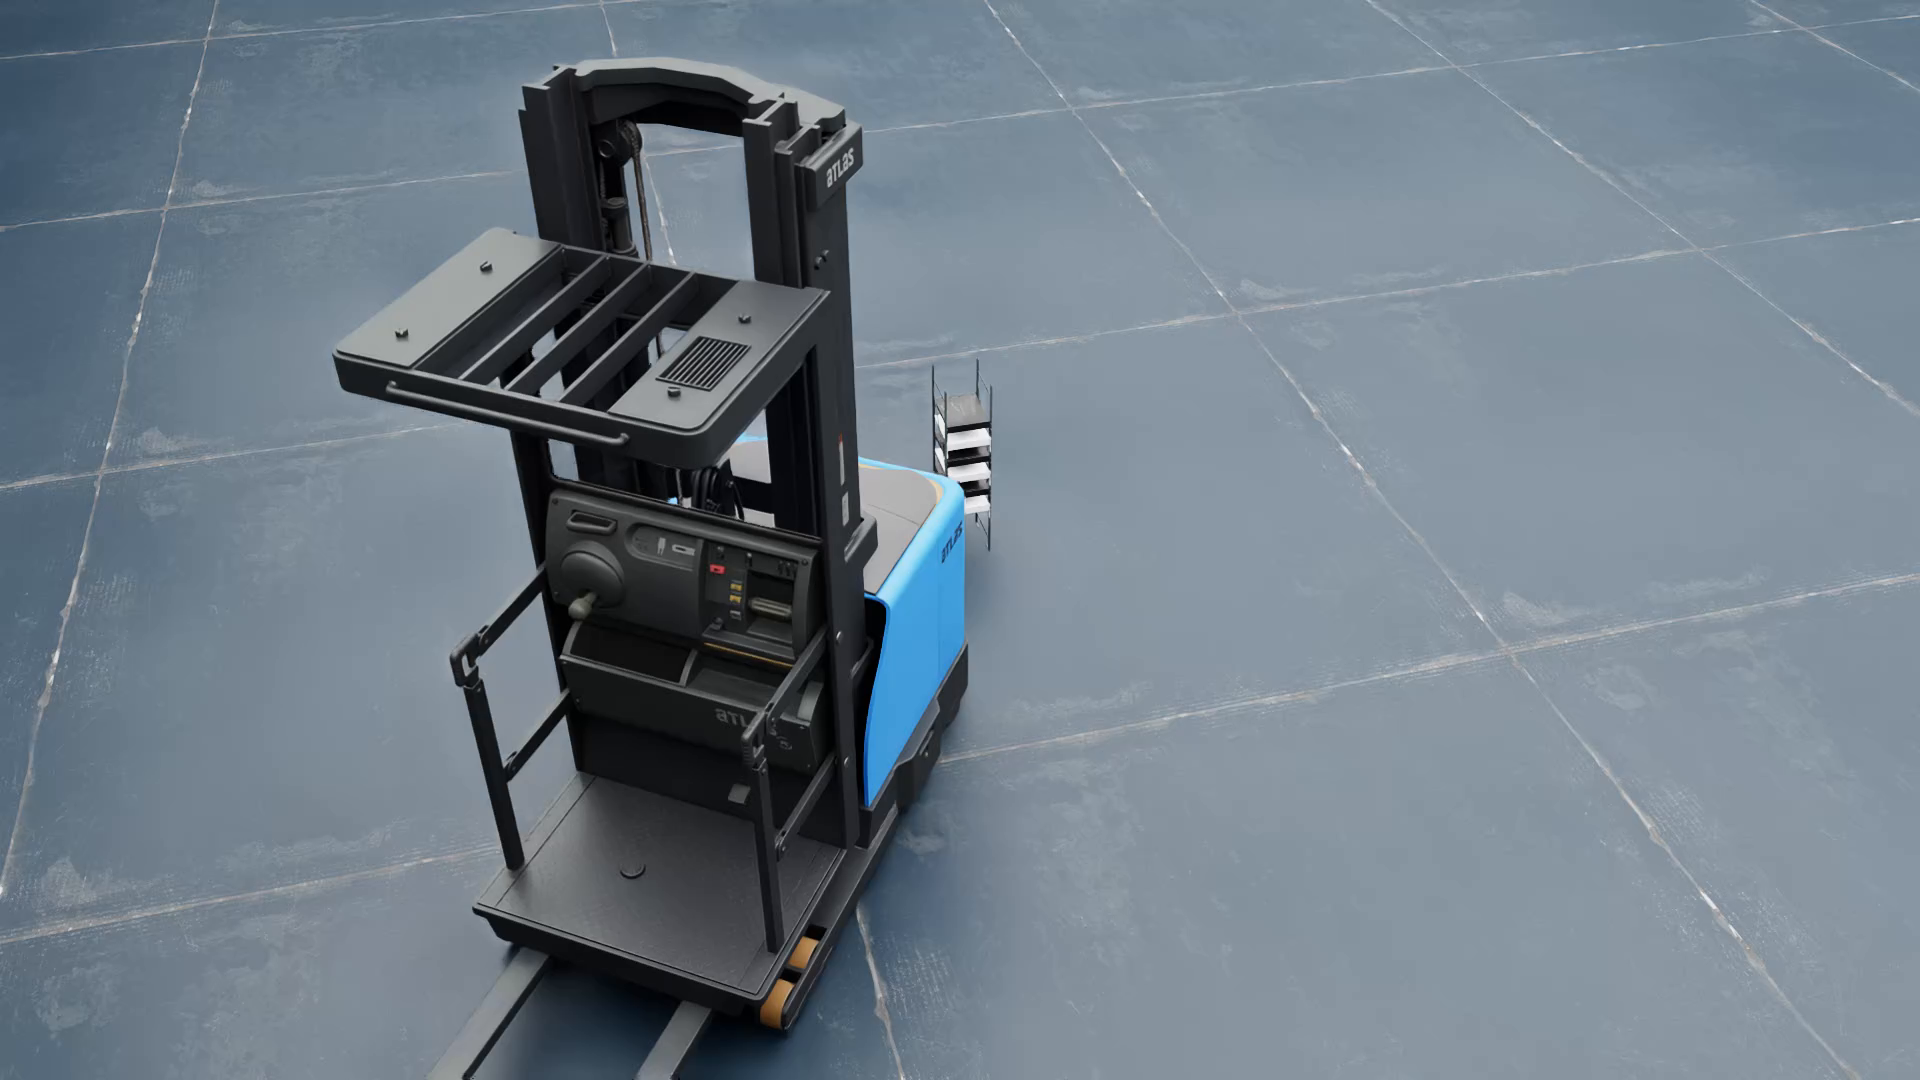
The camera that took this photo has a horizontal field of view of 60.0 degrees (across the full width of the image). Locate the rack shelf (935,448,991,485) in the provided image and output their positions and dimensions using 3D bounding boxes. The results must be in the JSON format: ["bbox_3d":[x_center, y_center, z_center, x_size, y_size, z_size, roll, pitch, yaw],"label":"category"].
[{"bbox_3d":[0.008,-0.332,7.499,0.200,0.077,0.258,-9,38,-12],"label":"rack shelf"}]

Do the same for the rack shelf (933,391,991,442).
[{"bbox_3d":[0.008,-0.547,7.334,0.200,0.077,0.258,-9,38,-12],"label":"rack shelf"}]

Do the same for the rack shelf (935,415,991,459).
[{"bbox_3d":[0.008,-0.475,7.389,0.200,0.077,0.258,-9,38,-12],"label":"rack shelf"}]

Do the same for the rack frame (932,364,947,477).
[{"bbox_3d":[-0.090,-0.343,7.457,0.006,0.900,0.240,-9,38,-12],"label":"rack frame"}]

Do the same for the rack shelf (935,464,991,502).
[{"bbox_3d":[0.008,-0.261,7.553,0.200,0.077,0.258,-9,38,-12],"label":"rack shelf"}]

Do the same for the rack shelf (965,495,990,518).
[{"bbox_3d":[0.008,-0.189,7.608,0.200,0.077,0.258,-9,38,-12],"label":"rack shelf"}]

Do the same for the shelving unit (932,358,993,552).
[{"bbox_3d":[0.008,-0.359,7.478,0.210,0.900,0.258,-9,38,-12],"label":"shelving unit"}]

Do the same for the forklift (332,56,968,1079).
[{"bbox_3d":[-0.967,0.191,5.088,1.130,2.935,3.031,13,39,16],"label":"forklift"}]

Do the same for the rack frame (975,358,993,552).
[{"bbox_3d":[0.106,-0.375,7.499,0.006,0.900,0.240,-9,38,-12],"label":"rack frame"}]

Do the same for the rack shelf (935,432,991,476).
[{"bbox_3d":[0.008,-0.404,7.444,0.200,0.077,0.258,-9,38,-12],"label":"rack shelf"}]
